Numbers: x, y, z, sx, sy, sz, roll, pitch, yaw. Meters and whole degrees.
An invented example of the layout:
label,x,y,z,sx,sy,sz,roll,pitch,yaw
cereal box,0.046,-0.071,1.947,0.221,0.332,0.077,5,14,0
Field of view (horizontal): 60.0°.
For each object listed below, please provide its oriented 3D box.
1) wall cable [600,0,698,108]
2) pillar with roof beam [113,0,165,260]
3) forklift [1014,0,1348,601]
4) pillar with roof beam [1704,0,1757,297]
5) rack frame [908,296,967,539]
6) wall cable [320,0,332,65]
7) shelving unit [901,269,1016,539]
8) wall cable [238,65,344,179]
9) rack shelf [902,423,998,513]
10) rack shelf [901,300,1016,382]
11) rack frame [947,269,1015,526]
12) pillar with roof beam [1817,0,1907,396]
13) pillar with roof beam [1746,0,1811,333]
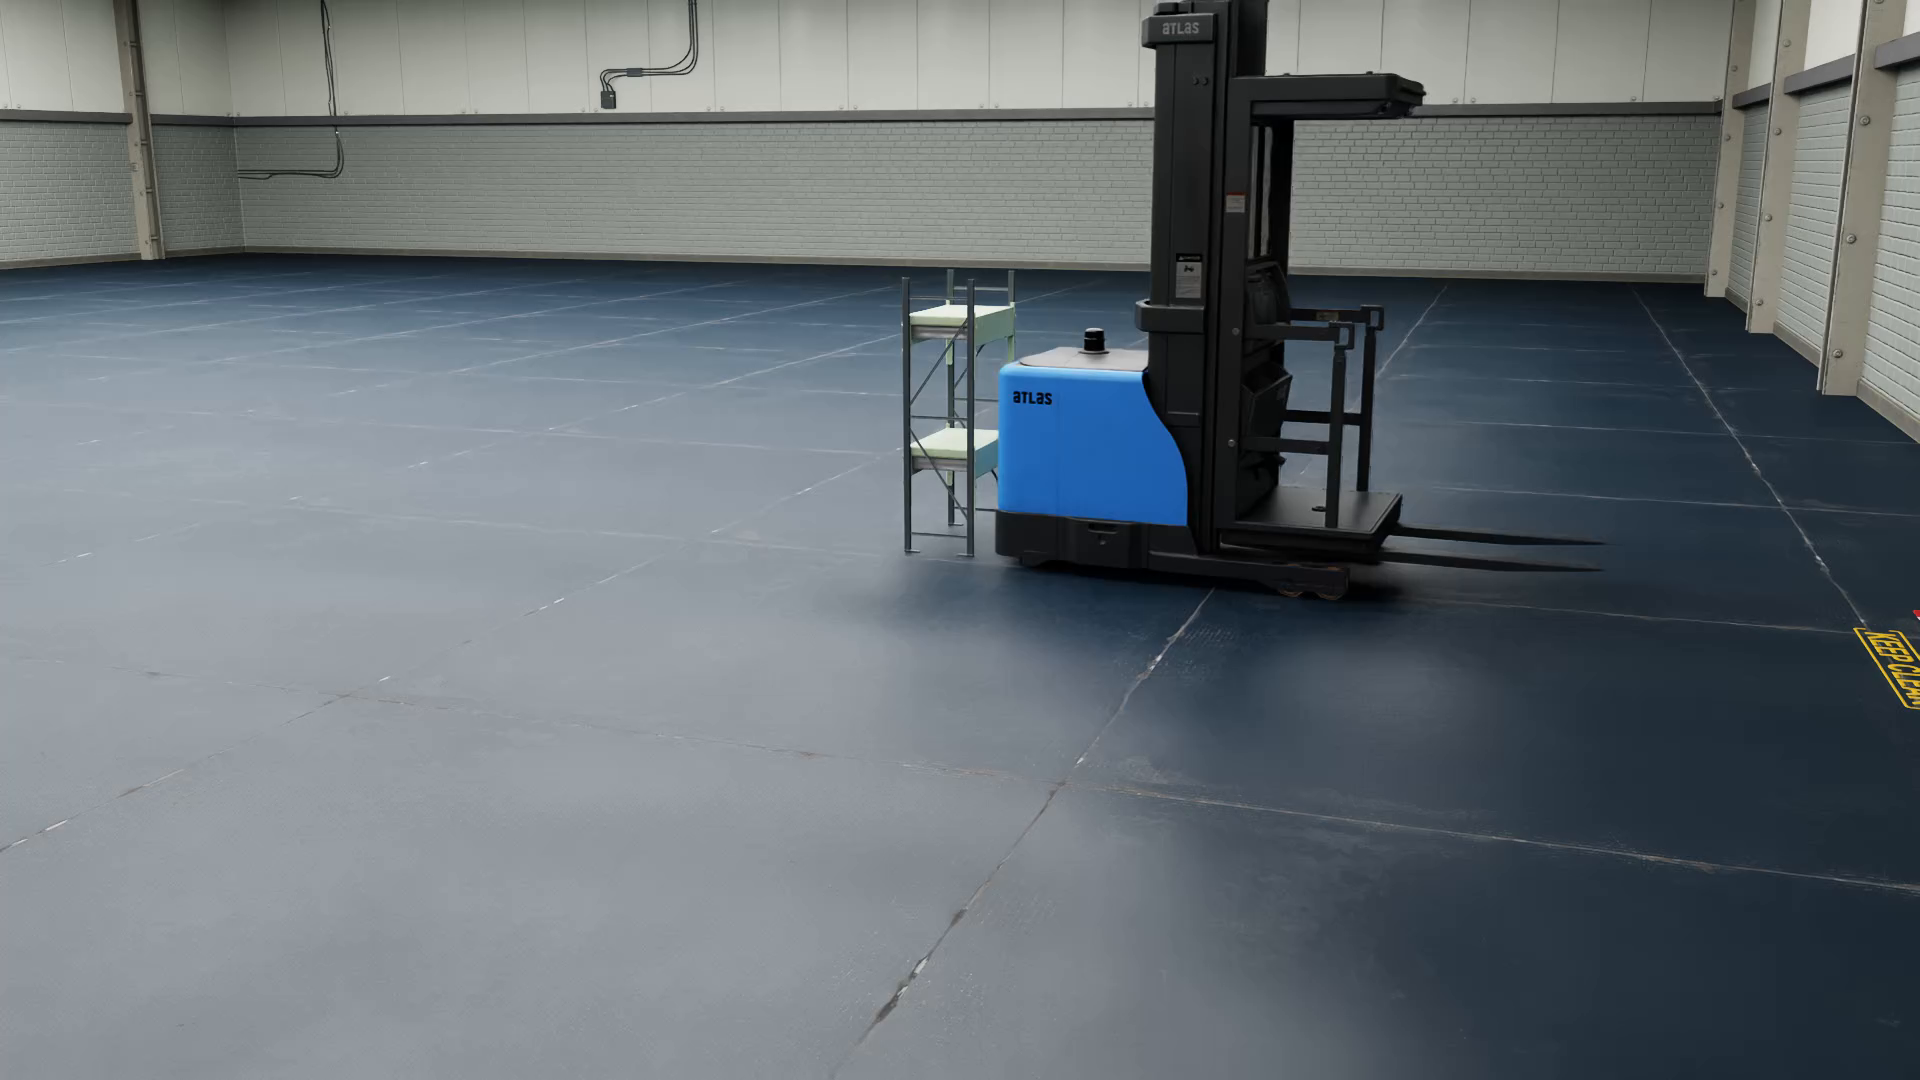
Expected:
label,x,y,z,sx,sy,sz,roll,pitch,yaw
wall cable,-6.545,-12.055,34.438,2.305,6.003,0.169,4,14,18
pillar with roof beam,-13.653,-10.249,34.167,9.100,9.000,0.400,4,14,18
forklift,-10.135,-0.976,7.322,22.055,2.867,12.119,5,14,21
pillar with roof beam,8.005,-8.601,26.946,9.100,9.000,0.400,4,14,18
rack frame,-0.118,-0.656,8.990,0.380,1.308,0.010,4,14,18
wall cable,-12.963,-11.837,36.756,3.097,2.526,0.112,4,14,18
shelving unit,0.003,-0.733,9.330,0.431,1.500,0.748,4,14,18
wall cable,-15.522,-9.570,38.171,3.097,2.526,0.112,4,14,18
rack shelf,0.002,-0.415,9.400,0.431,0.370,0.720,4,14,18
rack shelf,0.002,-1.113,9.240,0.431,0.370,0.720,4,14,18
rack frame,0.121,-0.810,9.665,0.400,1.500,0.023,4,14,18
pillar with roof beam,4.123,-6.074,15.877,9.100,9.000,0.400,4,14,18
pillar with roof beam,6.064,-7.337,21.412,9.100,9.000,0.400,4,14,18
